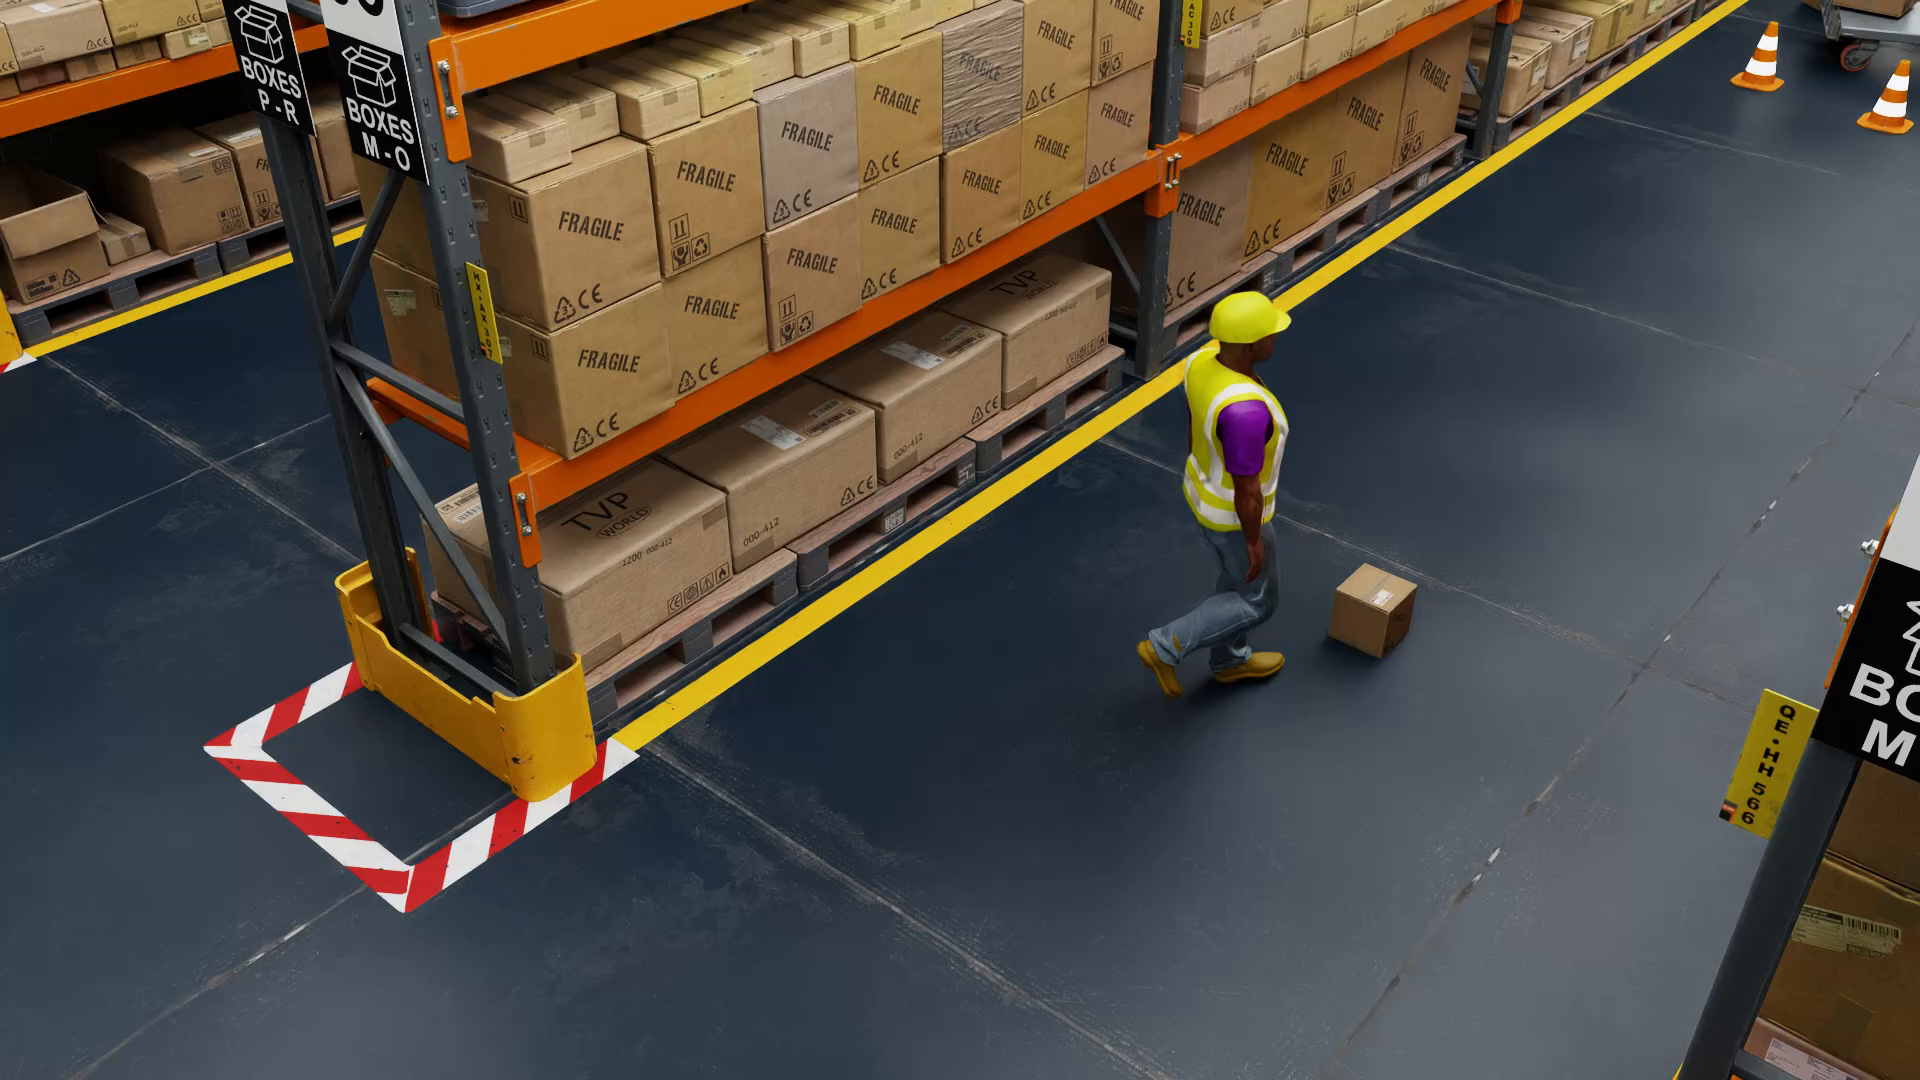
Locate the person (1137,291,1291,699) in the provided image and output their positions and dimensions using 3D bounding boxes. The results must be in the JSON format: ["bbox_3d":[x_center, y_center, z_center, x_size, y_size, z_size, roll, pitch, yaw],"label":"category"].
[{"bbox_3d":[1.011,-0.137,6.300,0.672,1.753,0.597,-5,35,-7],"label":"person"}]
